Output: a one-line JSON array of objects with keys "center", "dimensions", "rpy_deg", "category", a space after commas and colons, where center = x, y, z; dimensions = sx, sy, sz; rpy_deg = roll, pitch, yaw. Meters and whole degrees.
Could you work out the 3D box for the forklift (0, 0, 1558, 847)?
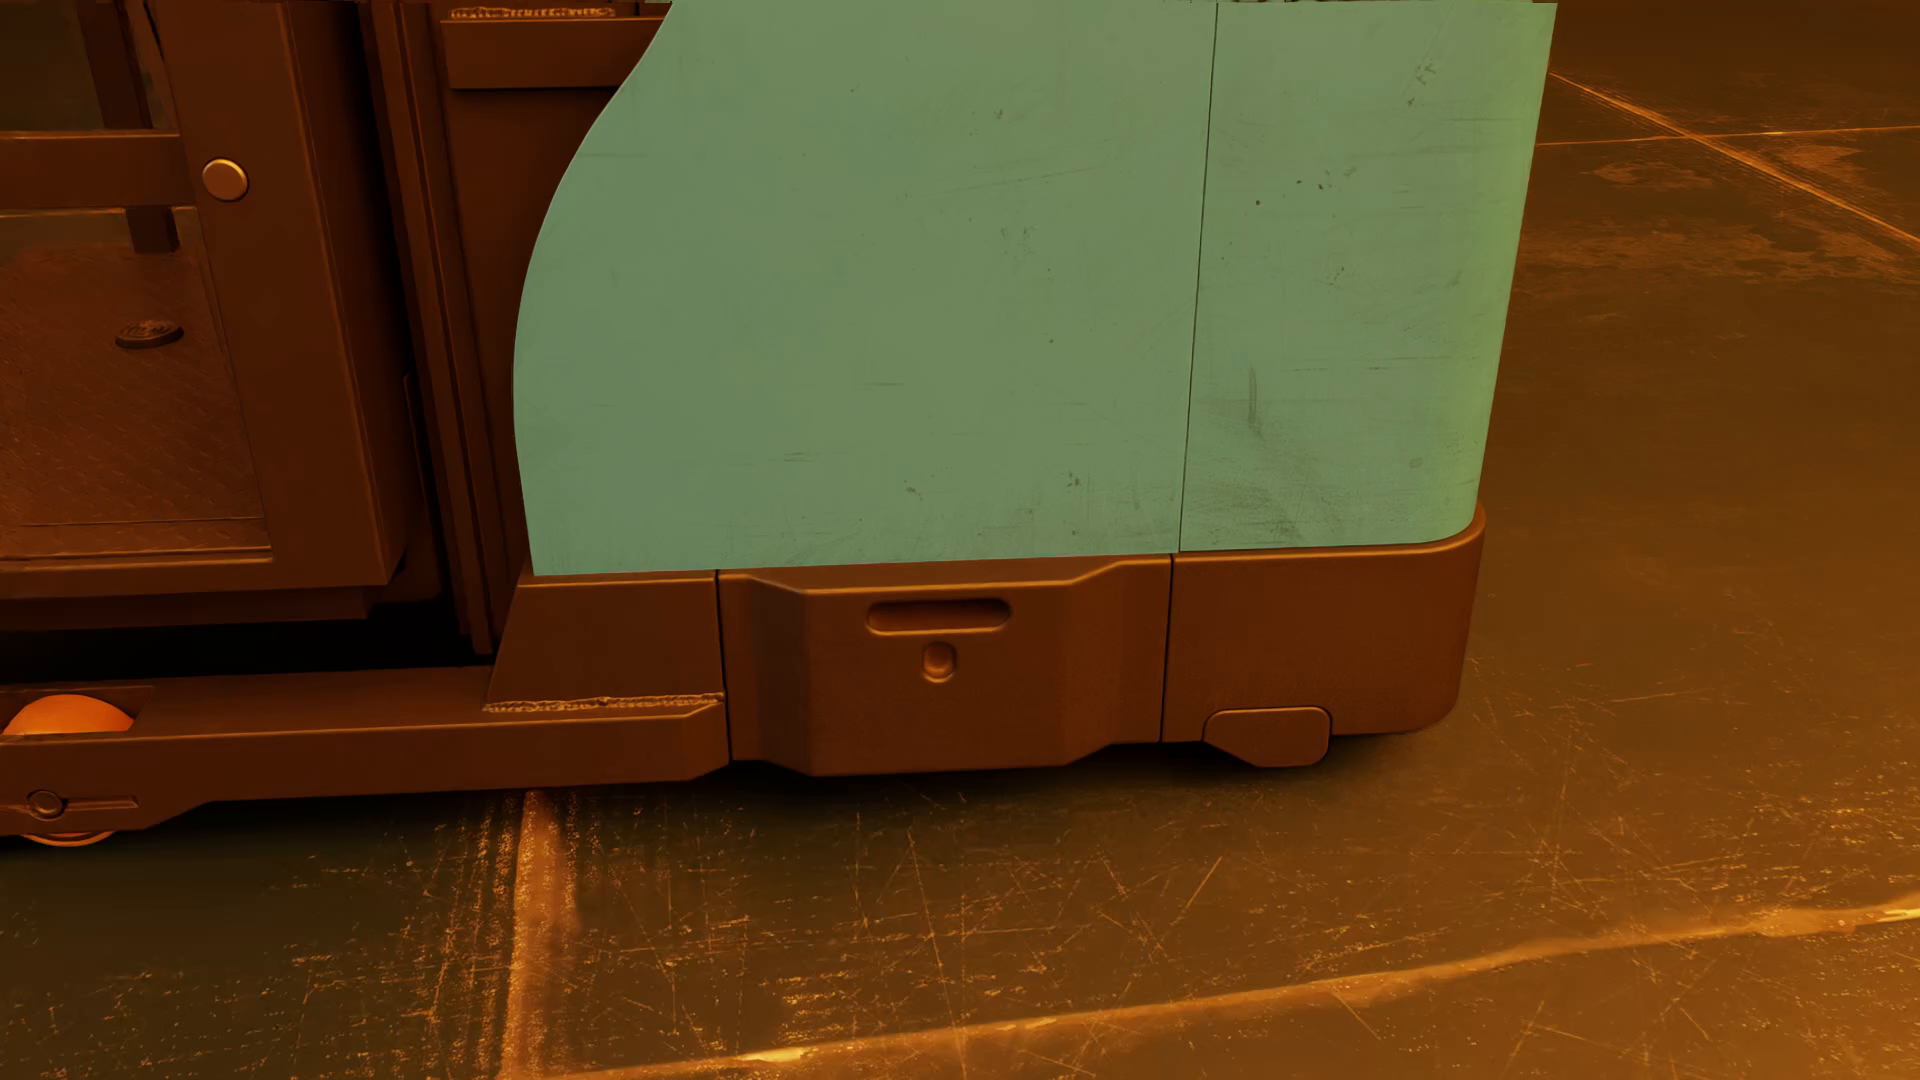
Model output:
[{"center": [-0.942, -1.204, 1.641], "dimensions": [3.031, 2.935, 1.130], "rpy_deg": [-2, 28, -4], "category": "forklift"}]
